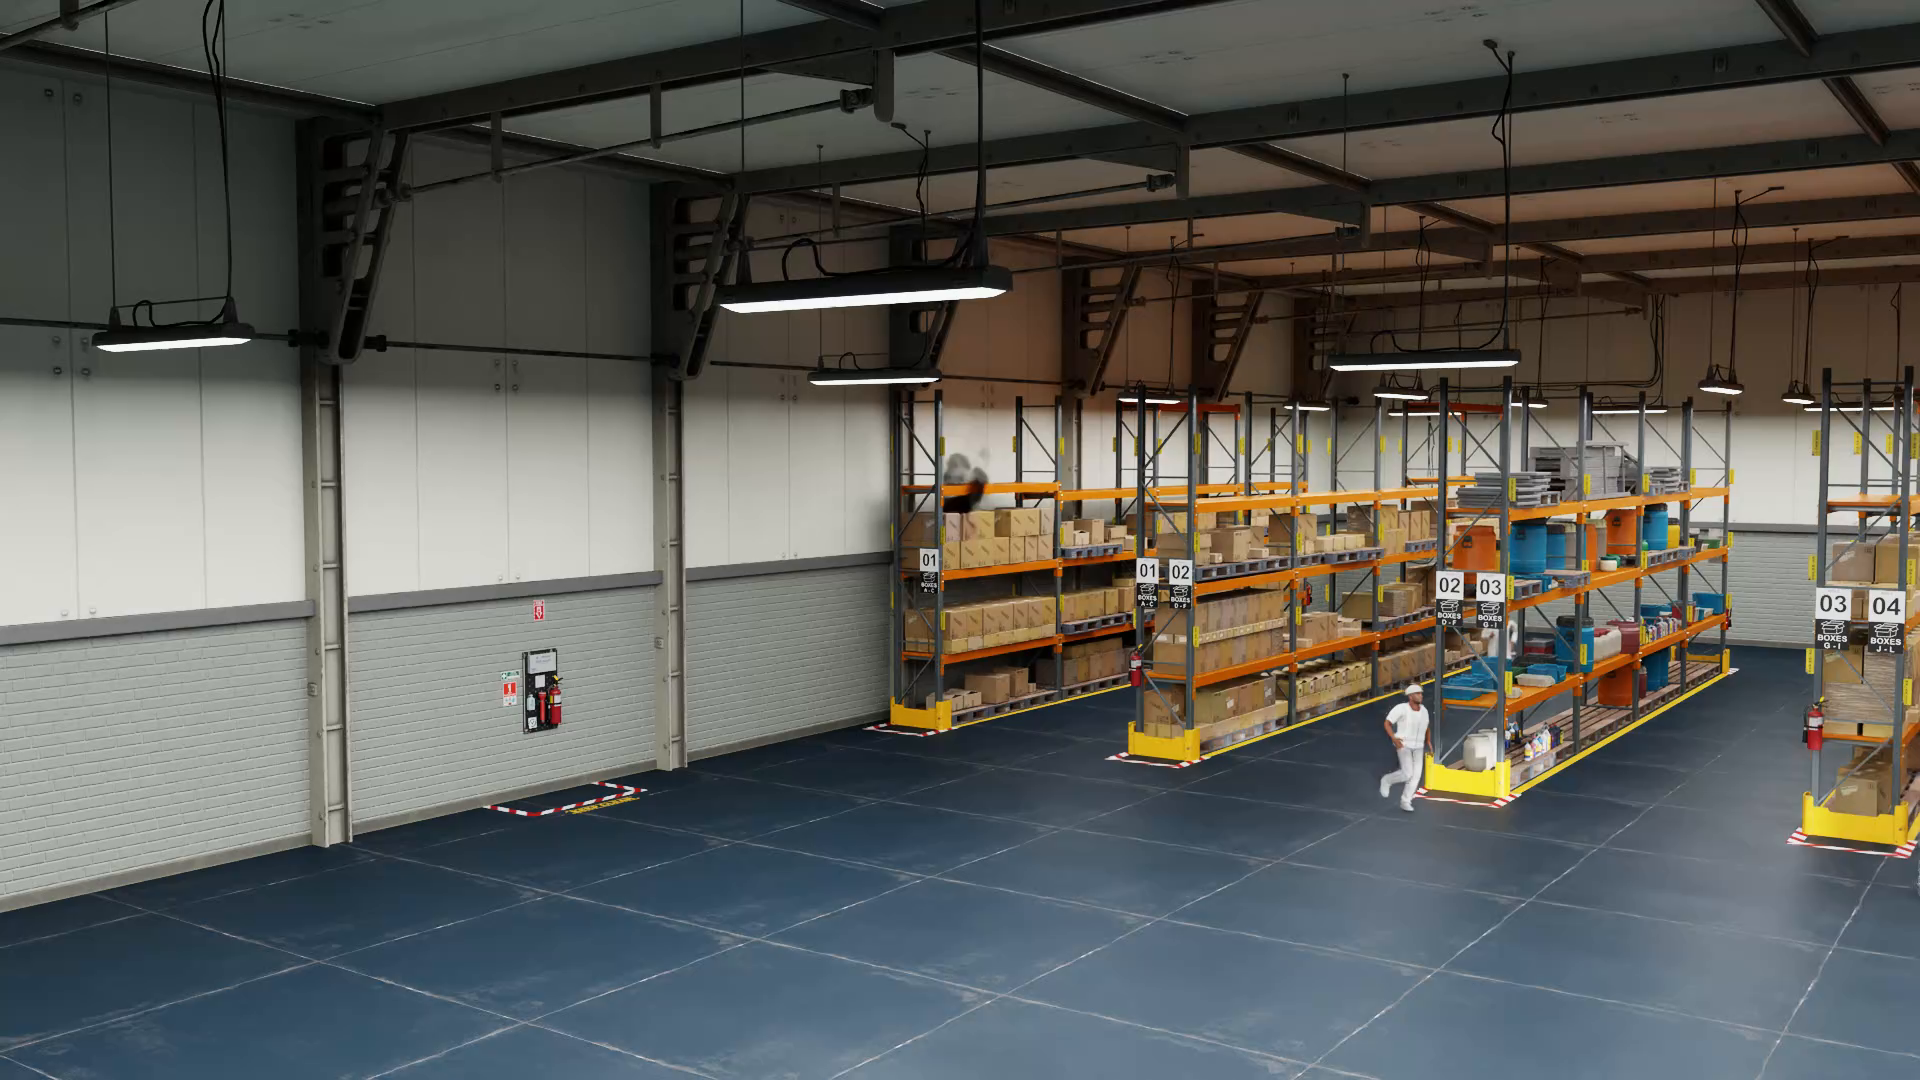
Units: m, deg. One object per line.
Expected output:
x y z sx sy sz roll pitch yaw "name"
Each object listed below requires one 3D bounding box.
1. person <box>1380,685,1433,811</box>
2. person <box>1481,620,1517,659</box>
6.254 2.855 23.053 0.749 1.699 0.696 -1 3 -22 "person"
10.694 2.252 32.975 0.692 1.841 0.842 1 4 24 "person"
